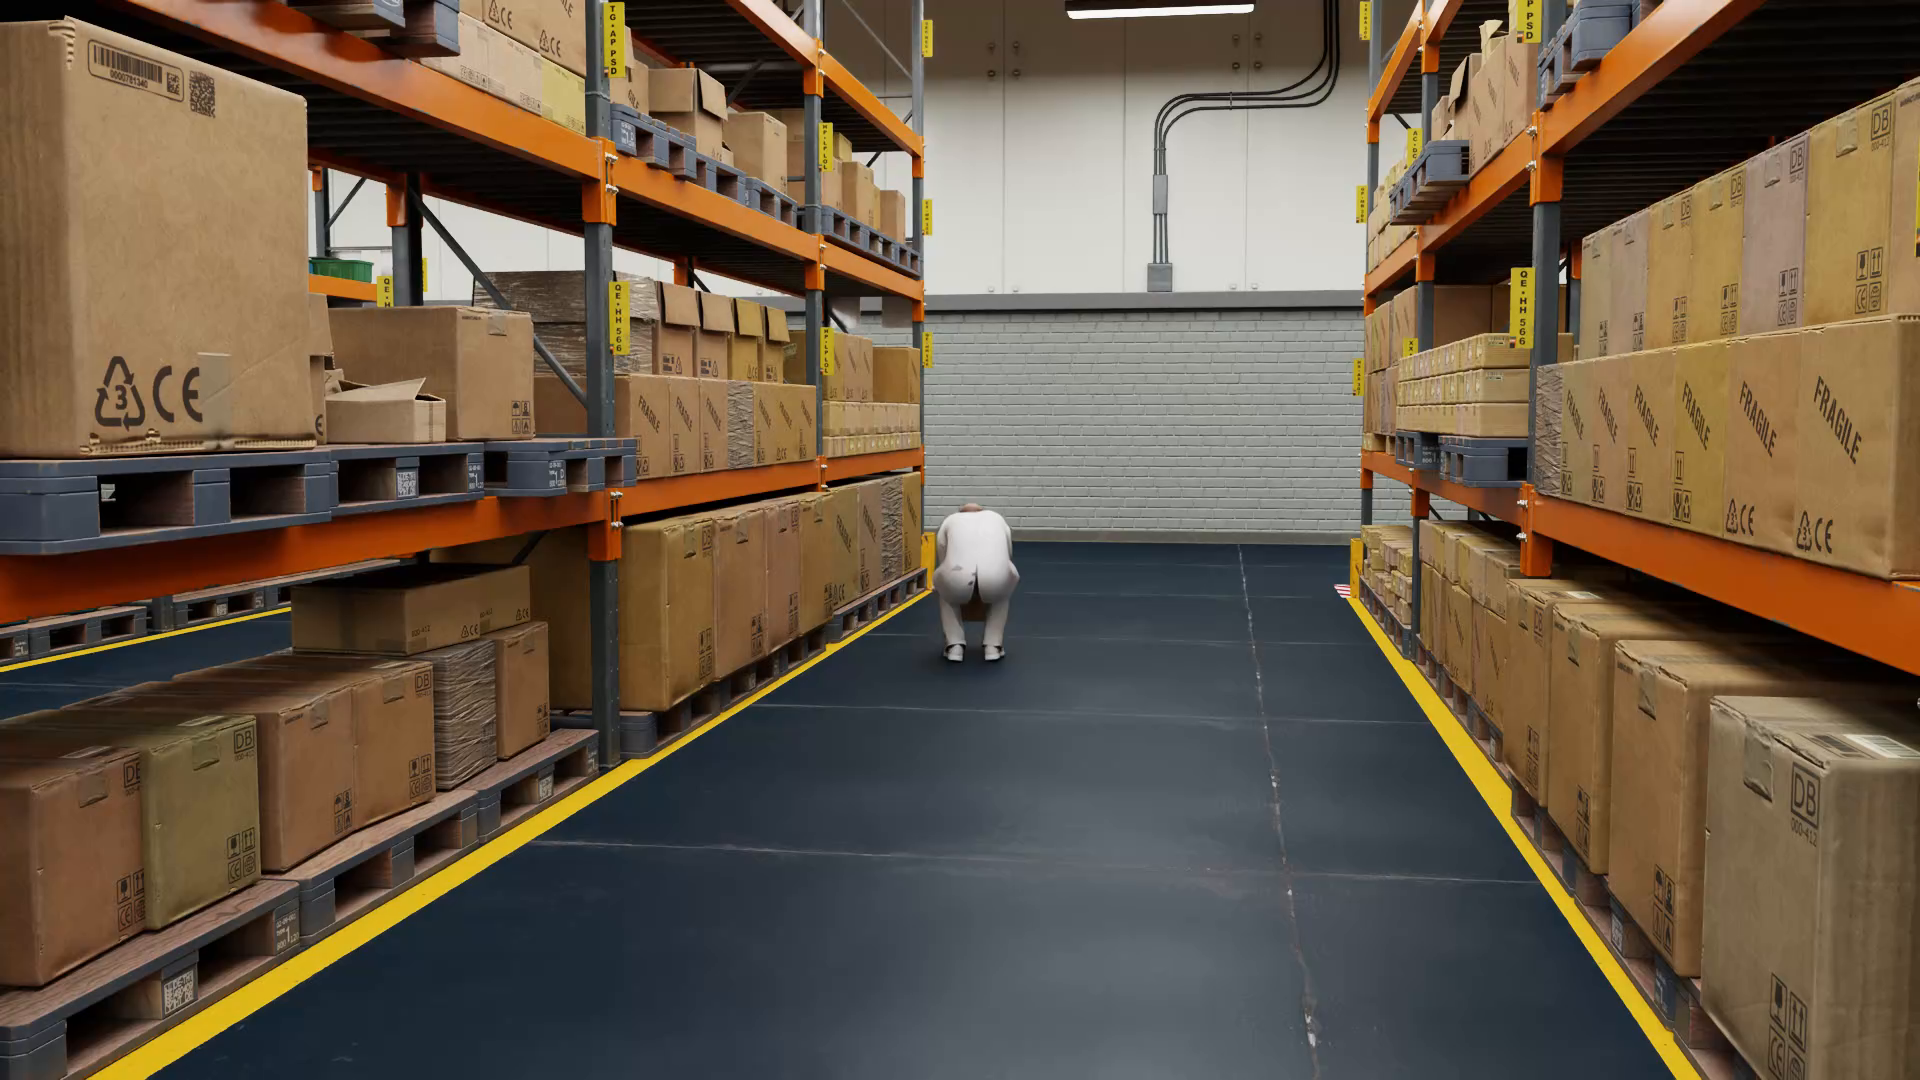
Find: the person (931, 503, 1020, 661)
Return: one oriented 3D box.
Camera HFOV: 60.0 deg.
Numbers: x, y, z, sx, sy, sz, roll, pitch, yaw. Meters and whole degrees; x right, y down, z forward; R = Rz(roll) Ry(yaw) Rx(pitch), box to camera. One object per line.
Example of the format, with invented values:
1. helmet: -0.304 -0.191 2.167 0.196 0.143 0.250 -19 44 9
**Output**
1. person: 0.103 0.292 11.084 0.587 0.969 0.954 0 4 1
